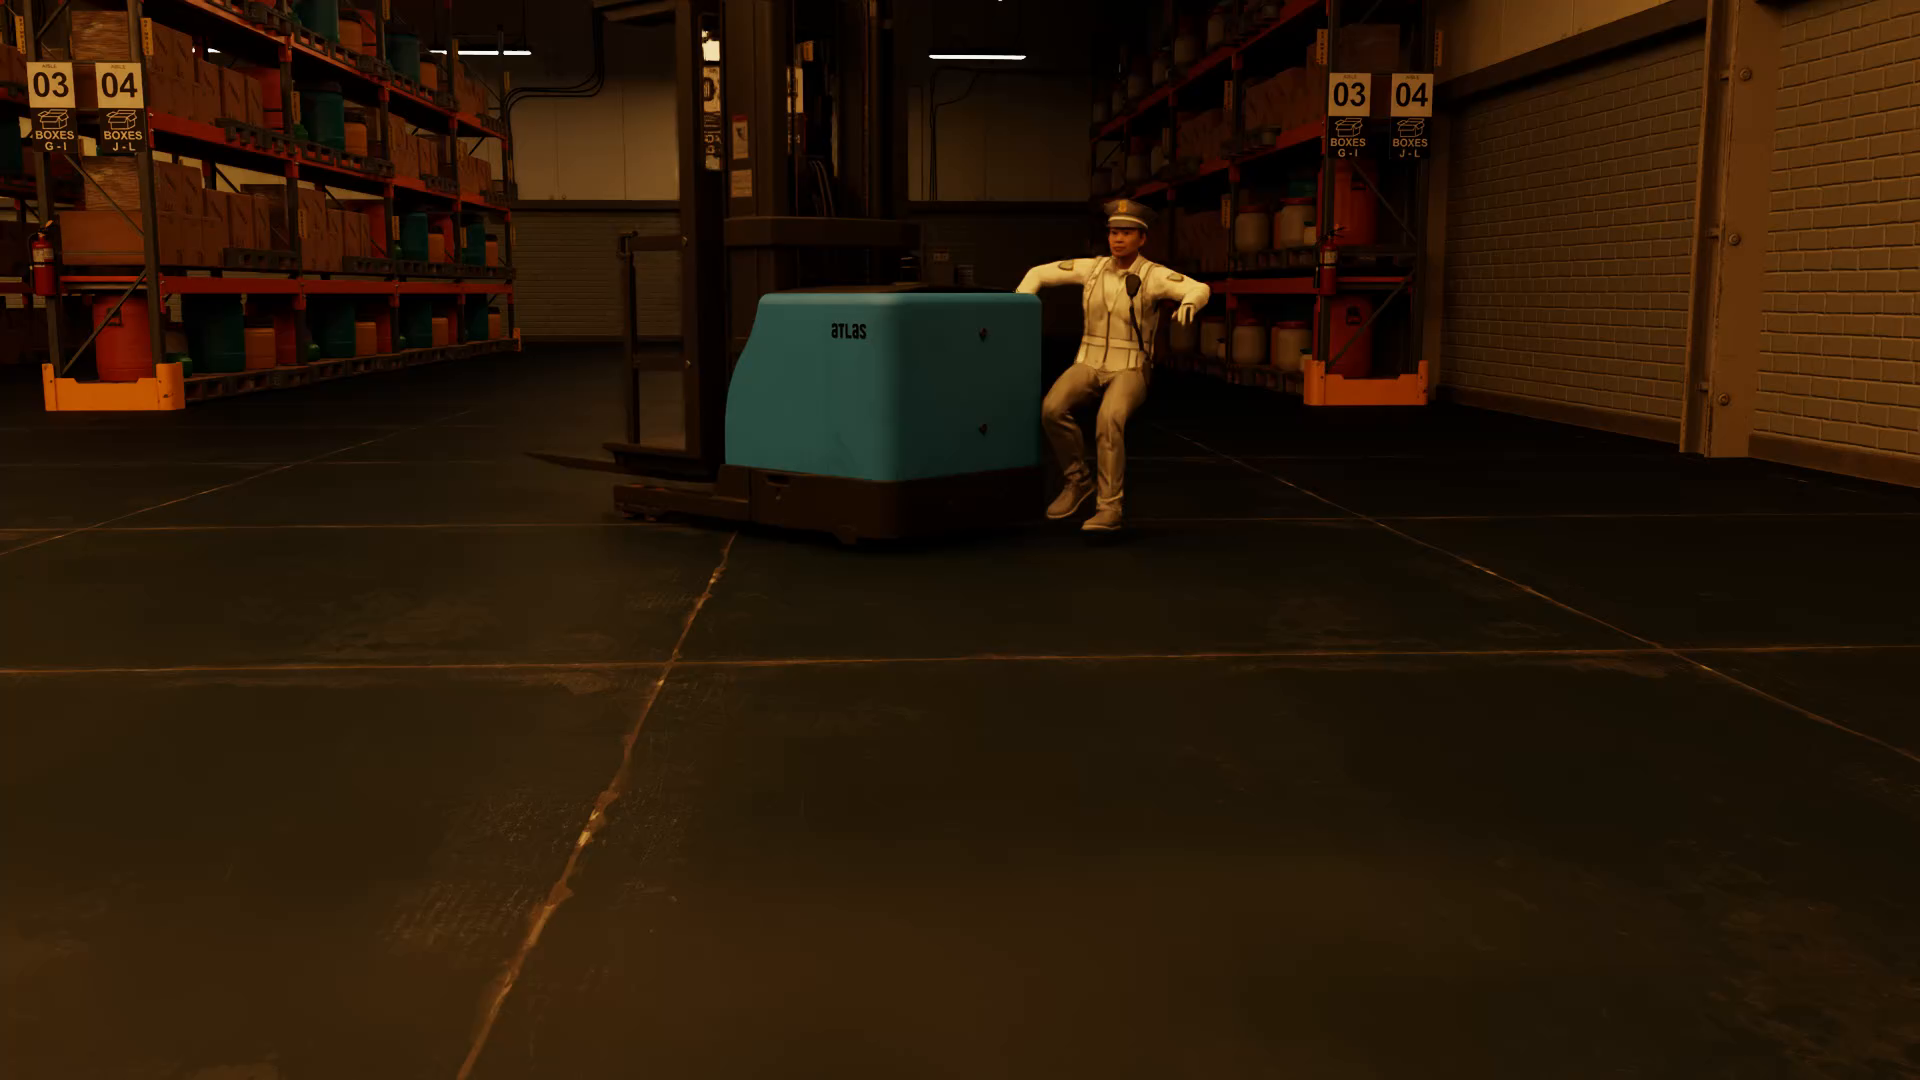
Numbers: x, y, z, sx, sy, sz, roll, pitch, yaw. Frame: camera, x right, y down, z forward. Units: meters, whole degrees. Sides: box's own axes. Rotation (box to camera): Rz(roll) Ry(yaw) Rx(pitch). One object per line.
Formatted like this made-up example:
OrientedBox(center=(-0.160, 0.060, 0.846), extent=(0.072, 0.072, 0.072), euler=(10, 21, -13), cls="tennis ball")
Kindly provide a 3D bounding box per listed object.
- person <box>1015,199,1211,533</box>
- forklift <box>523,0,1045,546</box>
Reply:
OrientedBox(center=(0.595, -0.785, 7.375), extent=(1.010, 1.442, 0.780), euler=(4, 9, 23), cls="person")
OrientedBox(center=(-1.032, -1.583, 7.994), extent=(3.031, 2.935, 1.130), euler=(8, 12, 43), cls="forklift")
